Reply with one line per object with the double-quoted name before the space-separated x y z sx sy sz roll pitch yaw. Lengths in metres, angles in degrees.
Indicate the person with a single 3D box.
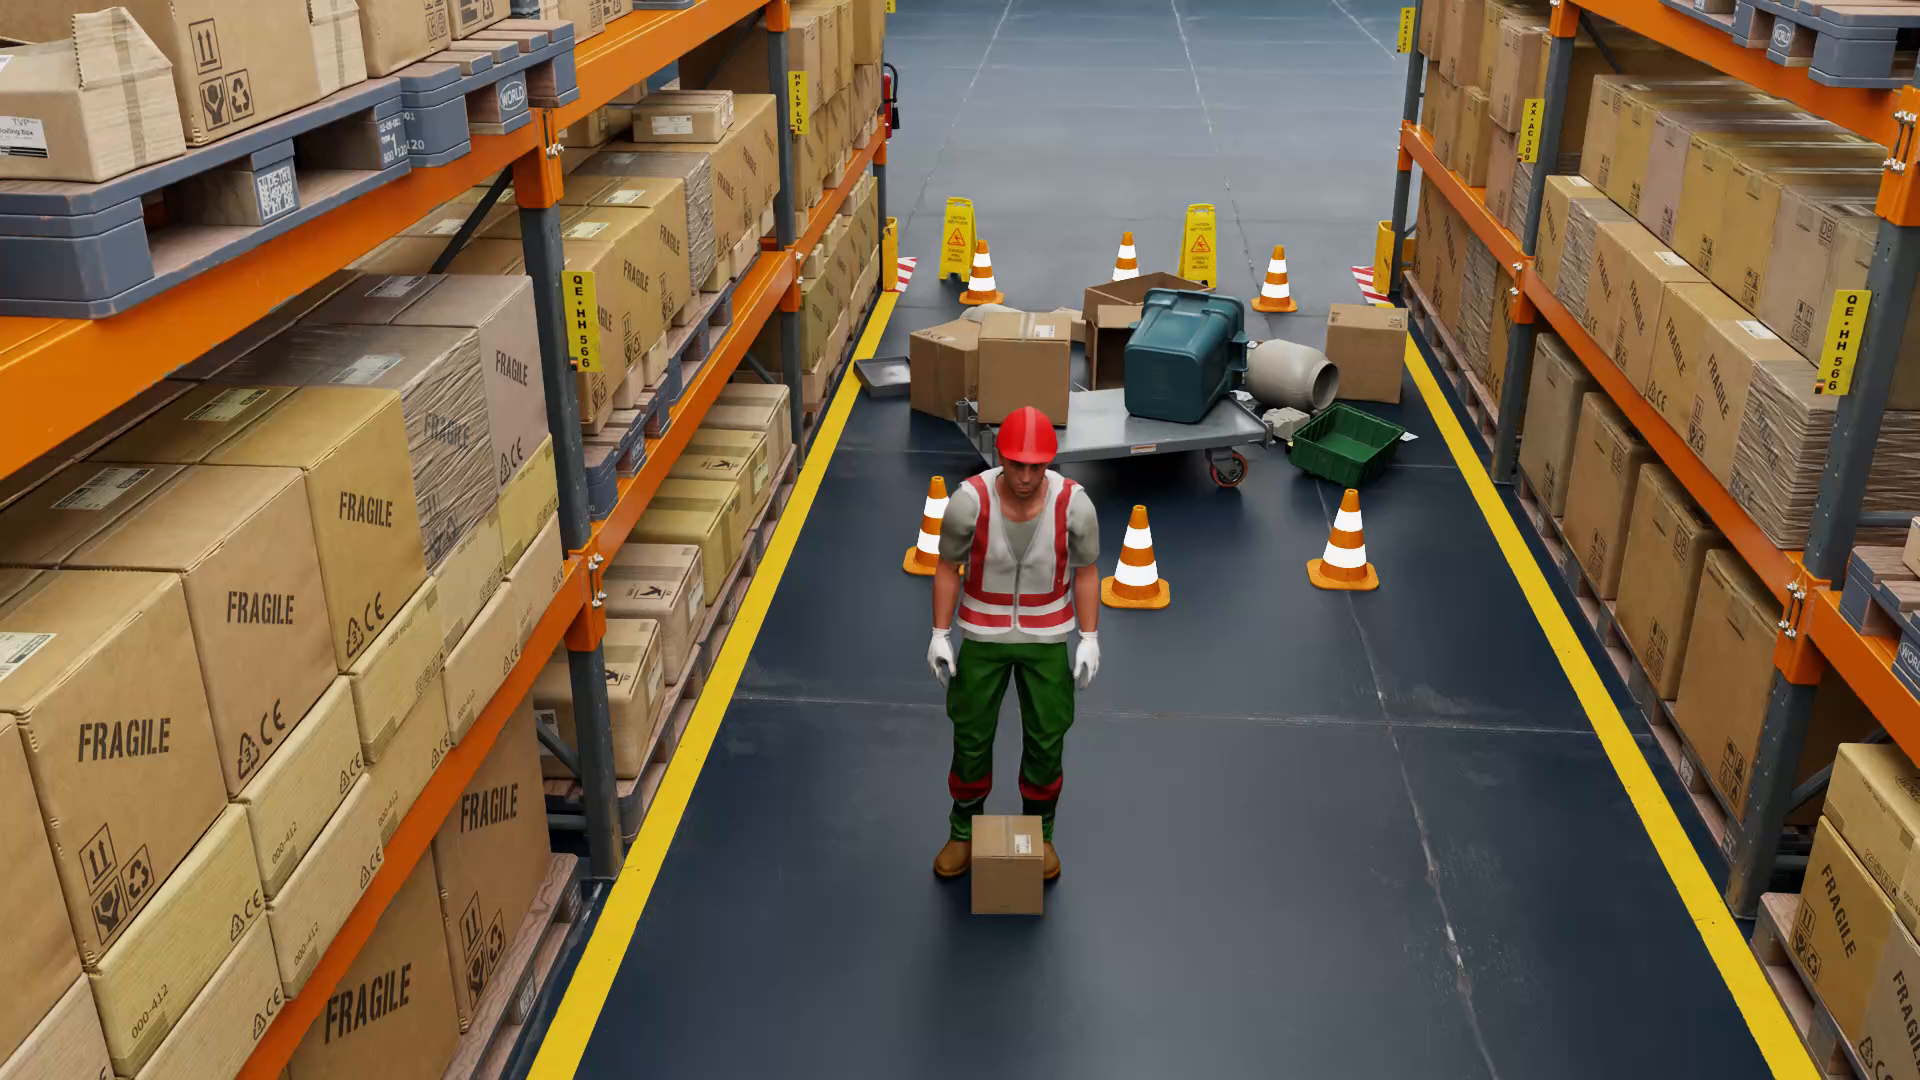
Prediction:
"person" 0.190 0.363 5.784 0.610 1.777 0.452 1 24 1
